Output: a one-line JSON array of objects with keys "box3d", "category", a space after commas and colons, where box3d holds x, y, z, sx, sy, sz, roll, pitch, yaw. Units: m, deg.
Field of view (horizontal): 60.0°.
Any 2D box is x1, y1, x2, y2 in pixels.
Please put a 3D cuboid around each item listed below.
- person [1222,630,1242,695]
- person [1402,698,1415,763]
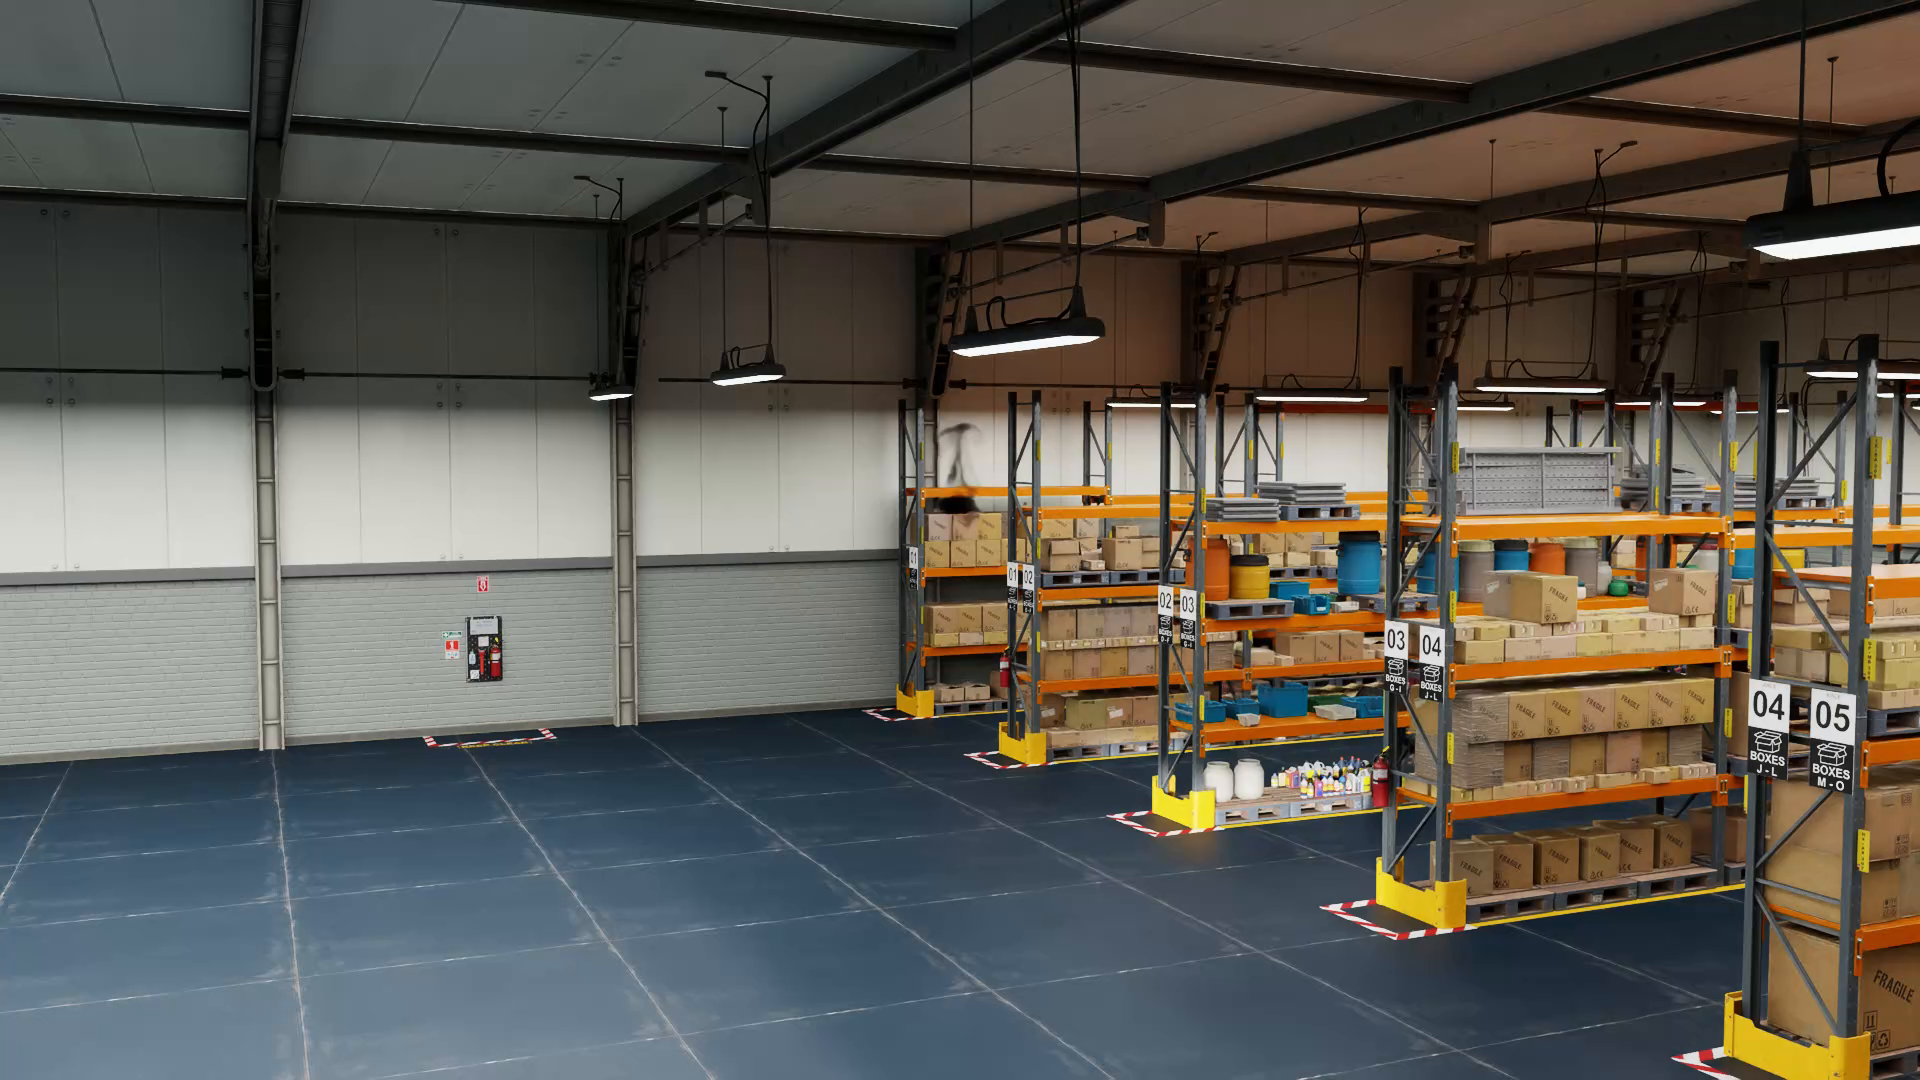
[{"box3d": [5.240, 2.493, 31.881, 0.566, 1.630, 0.582, -2, 4, -29], "category": "person"}, {"box3d": [6.936, 2.826, 26.247, 0.807, 1.611, 0.524, -2, 4, -24], "category": "person"}]
